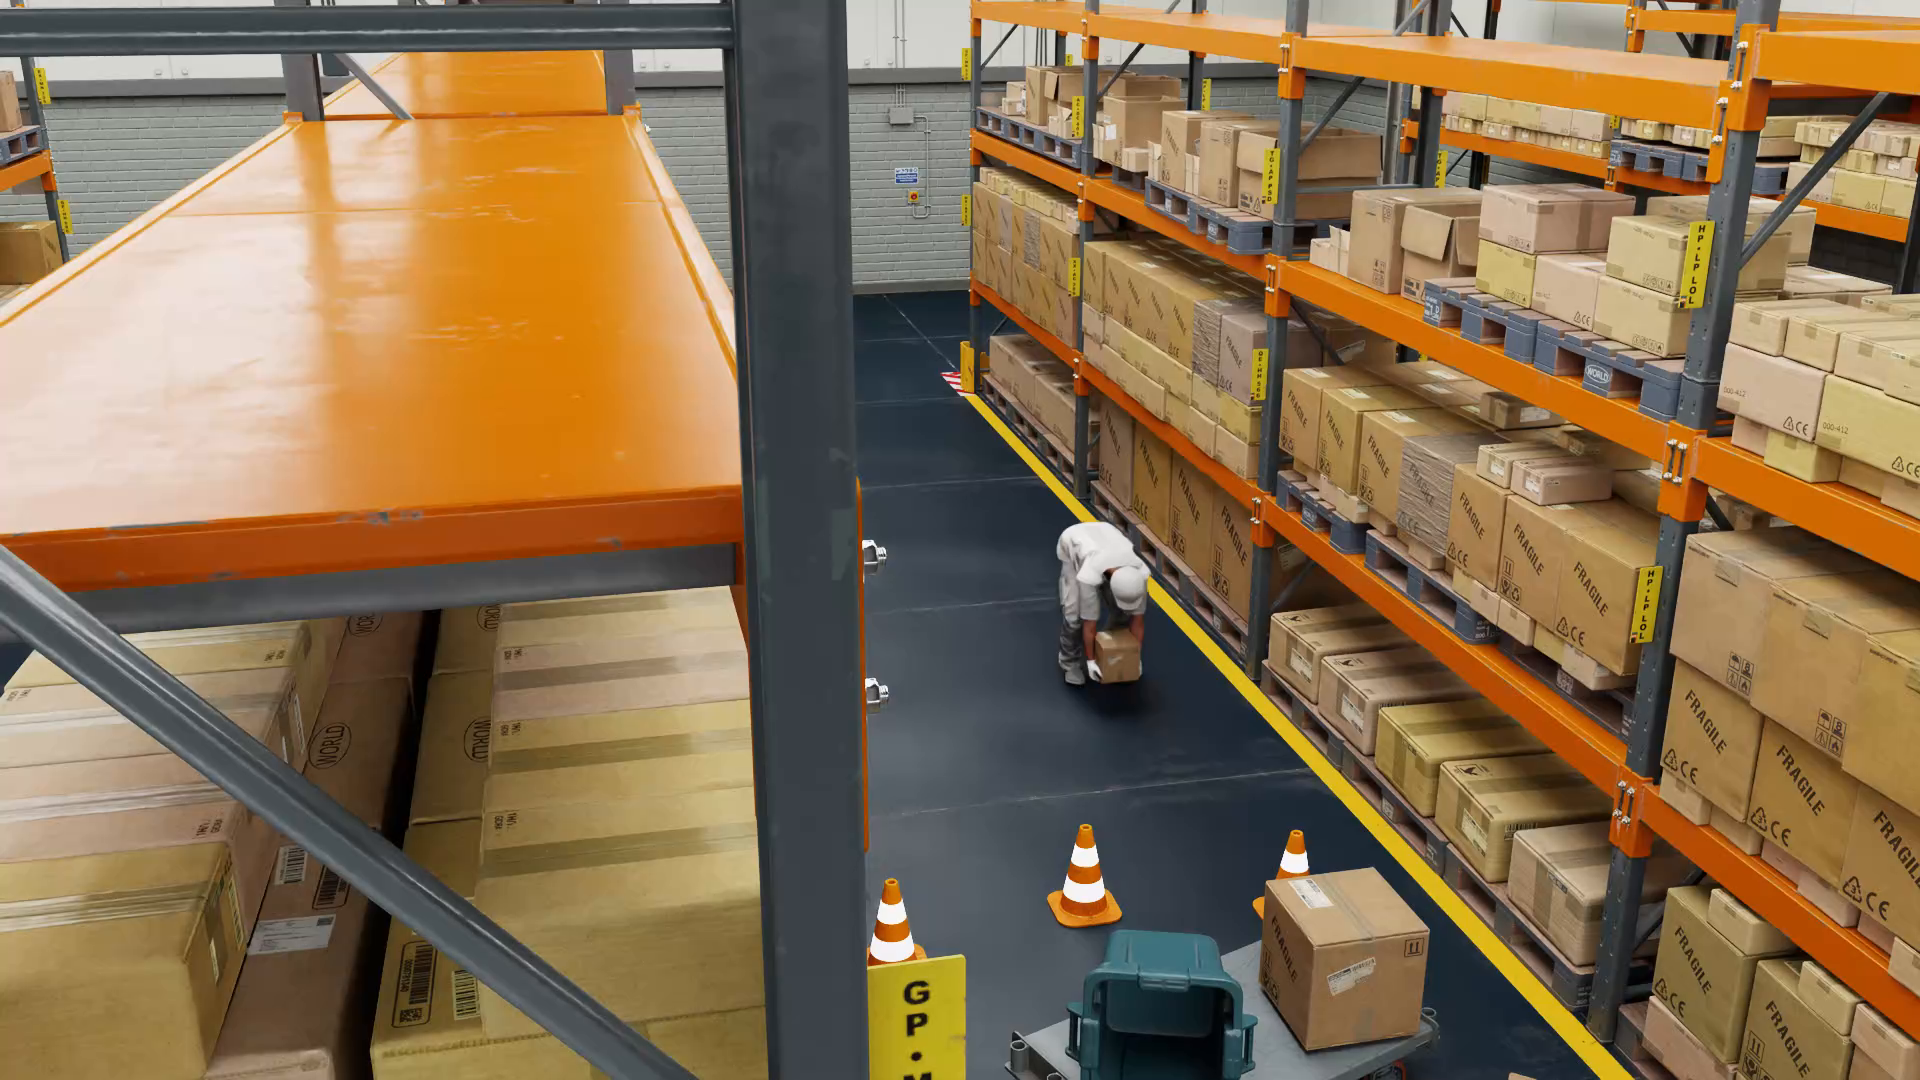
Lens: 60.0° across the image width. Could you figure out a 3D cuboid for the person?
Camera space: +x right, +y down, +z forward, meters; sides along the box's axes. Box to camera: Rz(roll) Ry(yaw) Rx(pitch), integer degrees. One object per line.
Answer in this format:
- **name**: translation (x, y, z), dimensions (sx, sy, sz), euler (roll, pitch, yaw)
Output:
- **person**: translation (0.900, 0.071, 10.854), dimensions (0.619, 1.772, 0.450), euler (-6, 20, -15)
